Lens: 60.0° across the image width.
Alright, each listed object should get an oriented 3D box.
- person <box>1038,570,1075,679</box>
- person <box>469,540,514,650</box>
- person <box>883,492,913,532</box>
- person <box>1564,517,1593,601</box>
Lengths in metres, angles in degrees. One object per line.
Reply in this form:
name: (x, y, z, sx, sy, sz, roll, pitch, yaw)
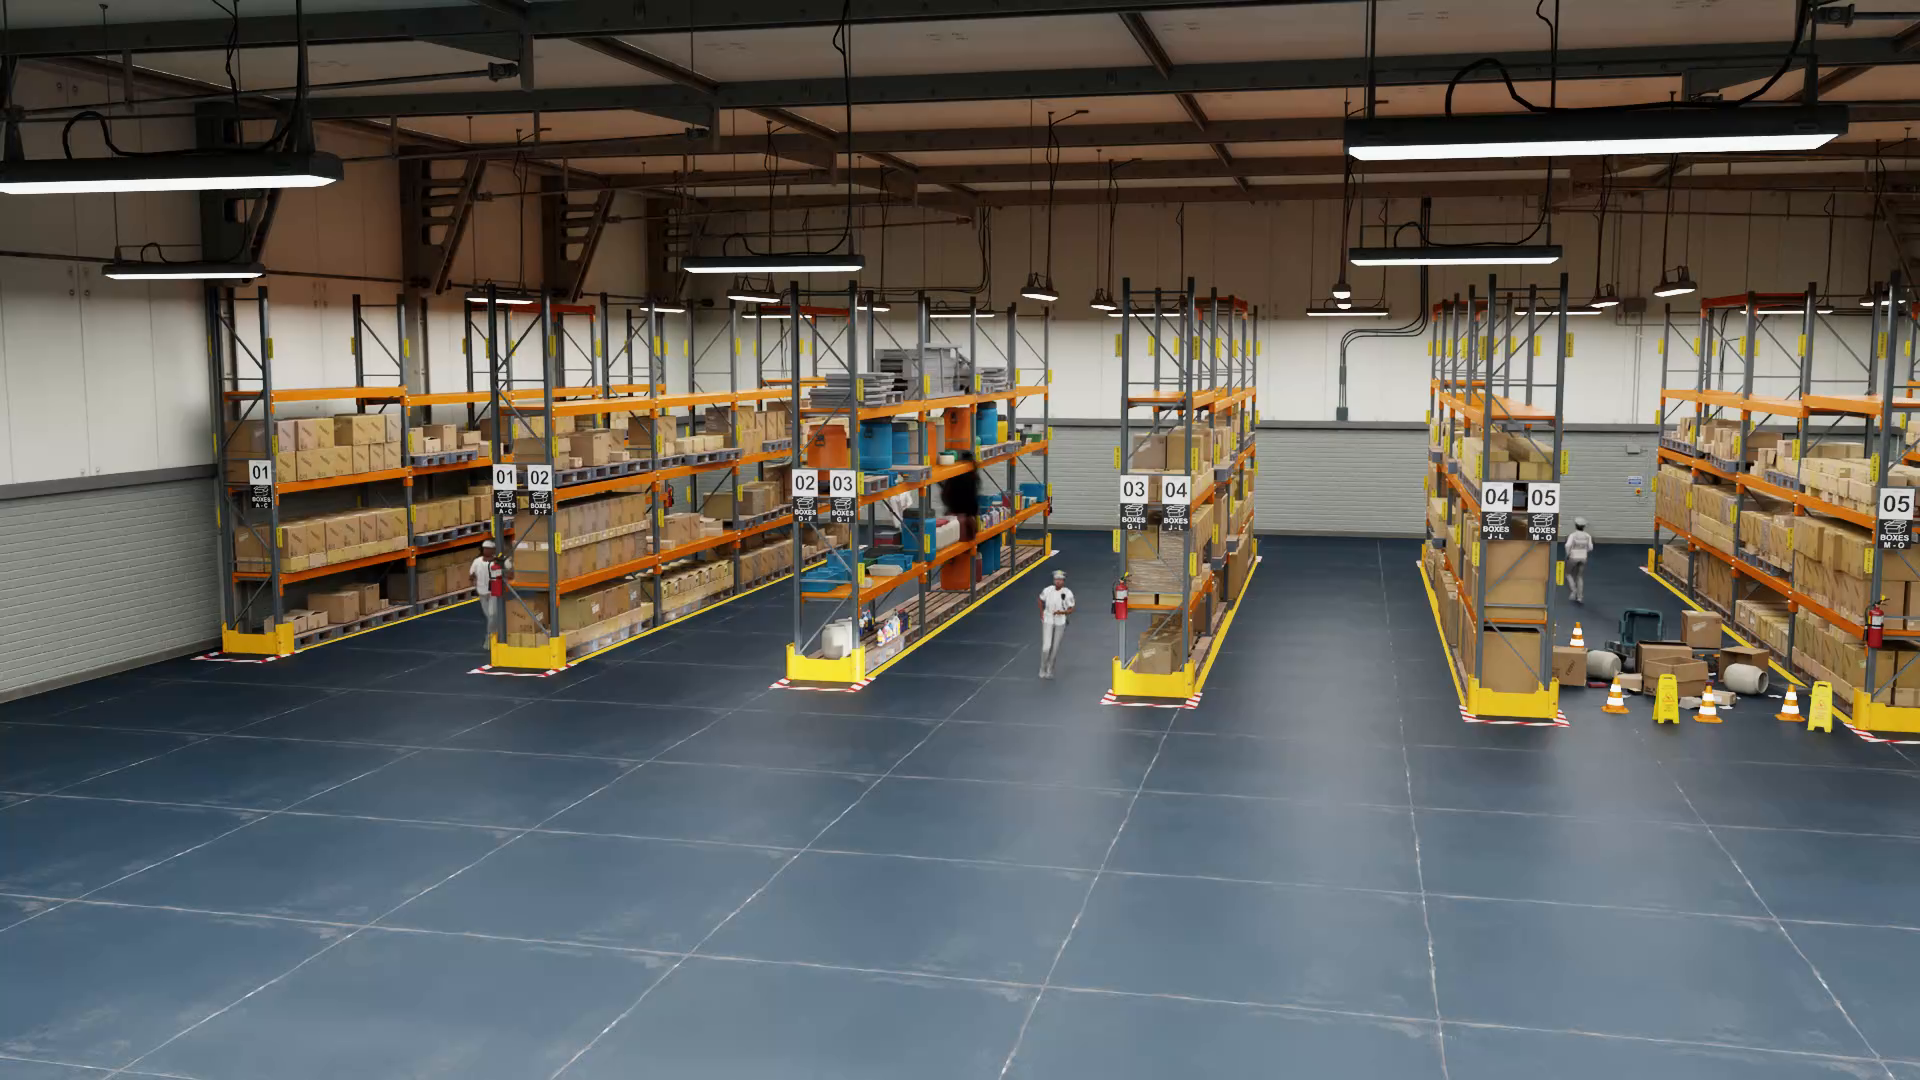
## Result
person: (1.461, 1.286, 25.267, 0.572, 1.699, 0.608, 0, 7, 4)
person: (-7.917, 0.894, 27.971, 0.694, 1.785, 0.925, 1, 7, 9)
person: (-1.528, -0.577, 41.109, 0.717, 1.741, 1.002, -1, 7, -11)
person: (12.237, 0.371, 33.054, 0.600, 1.658, 0.579, 0, 7, 2)
